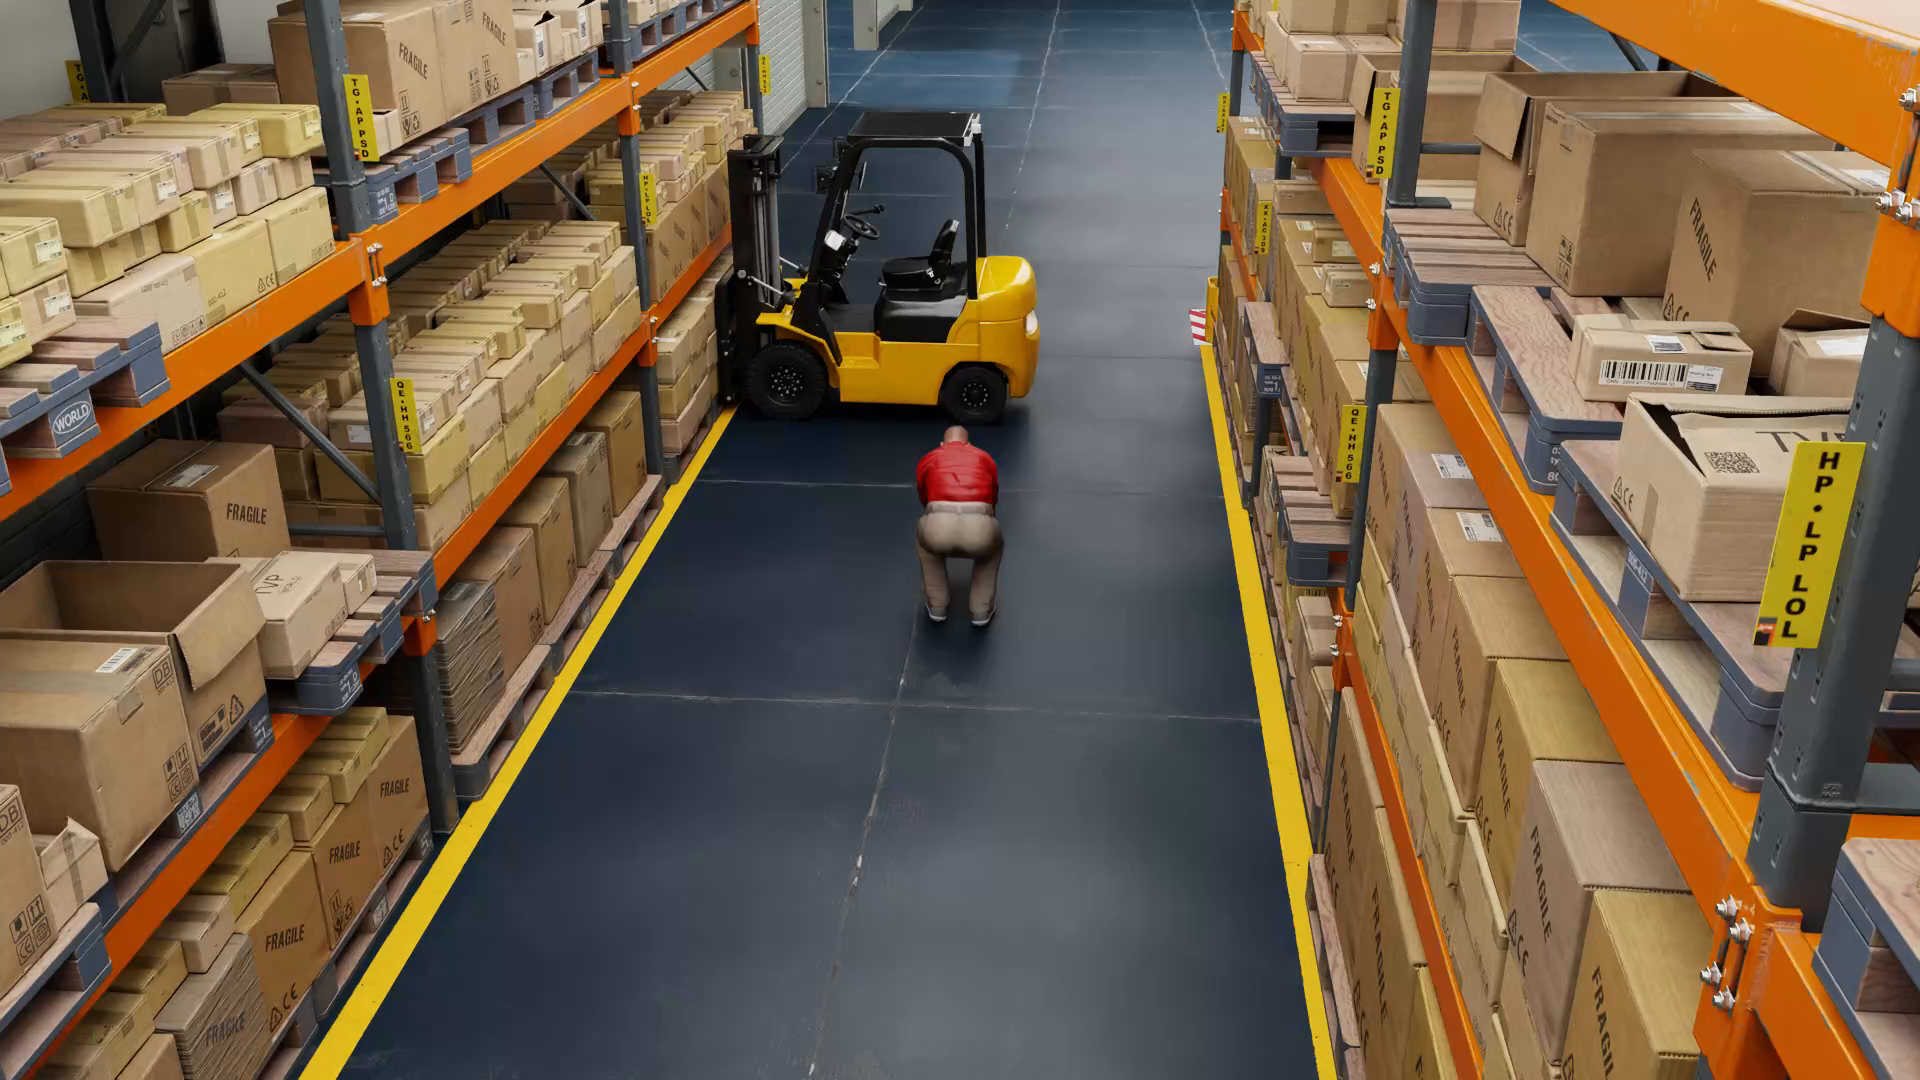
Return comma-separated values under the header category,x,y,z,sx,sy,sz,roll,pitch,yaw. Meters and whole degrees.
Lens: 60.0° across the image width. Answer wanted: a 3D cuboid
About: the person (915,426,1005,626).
category,x,y,z,sx,sy,sz,roll,pitch,yaw
person,0.002,-0.080,9.712,0.526,0.982,0.856,1,24,2
